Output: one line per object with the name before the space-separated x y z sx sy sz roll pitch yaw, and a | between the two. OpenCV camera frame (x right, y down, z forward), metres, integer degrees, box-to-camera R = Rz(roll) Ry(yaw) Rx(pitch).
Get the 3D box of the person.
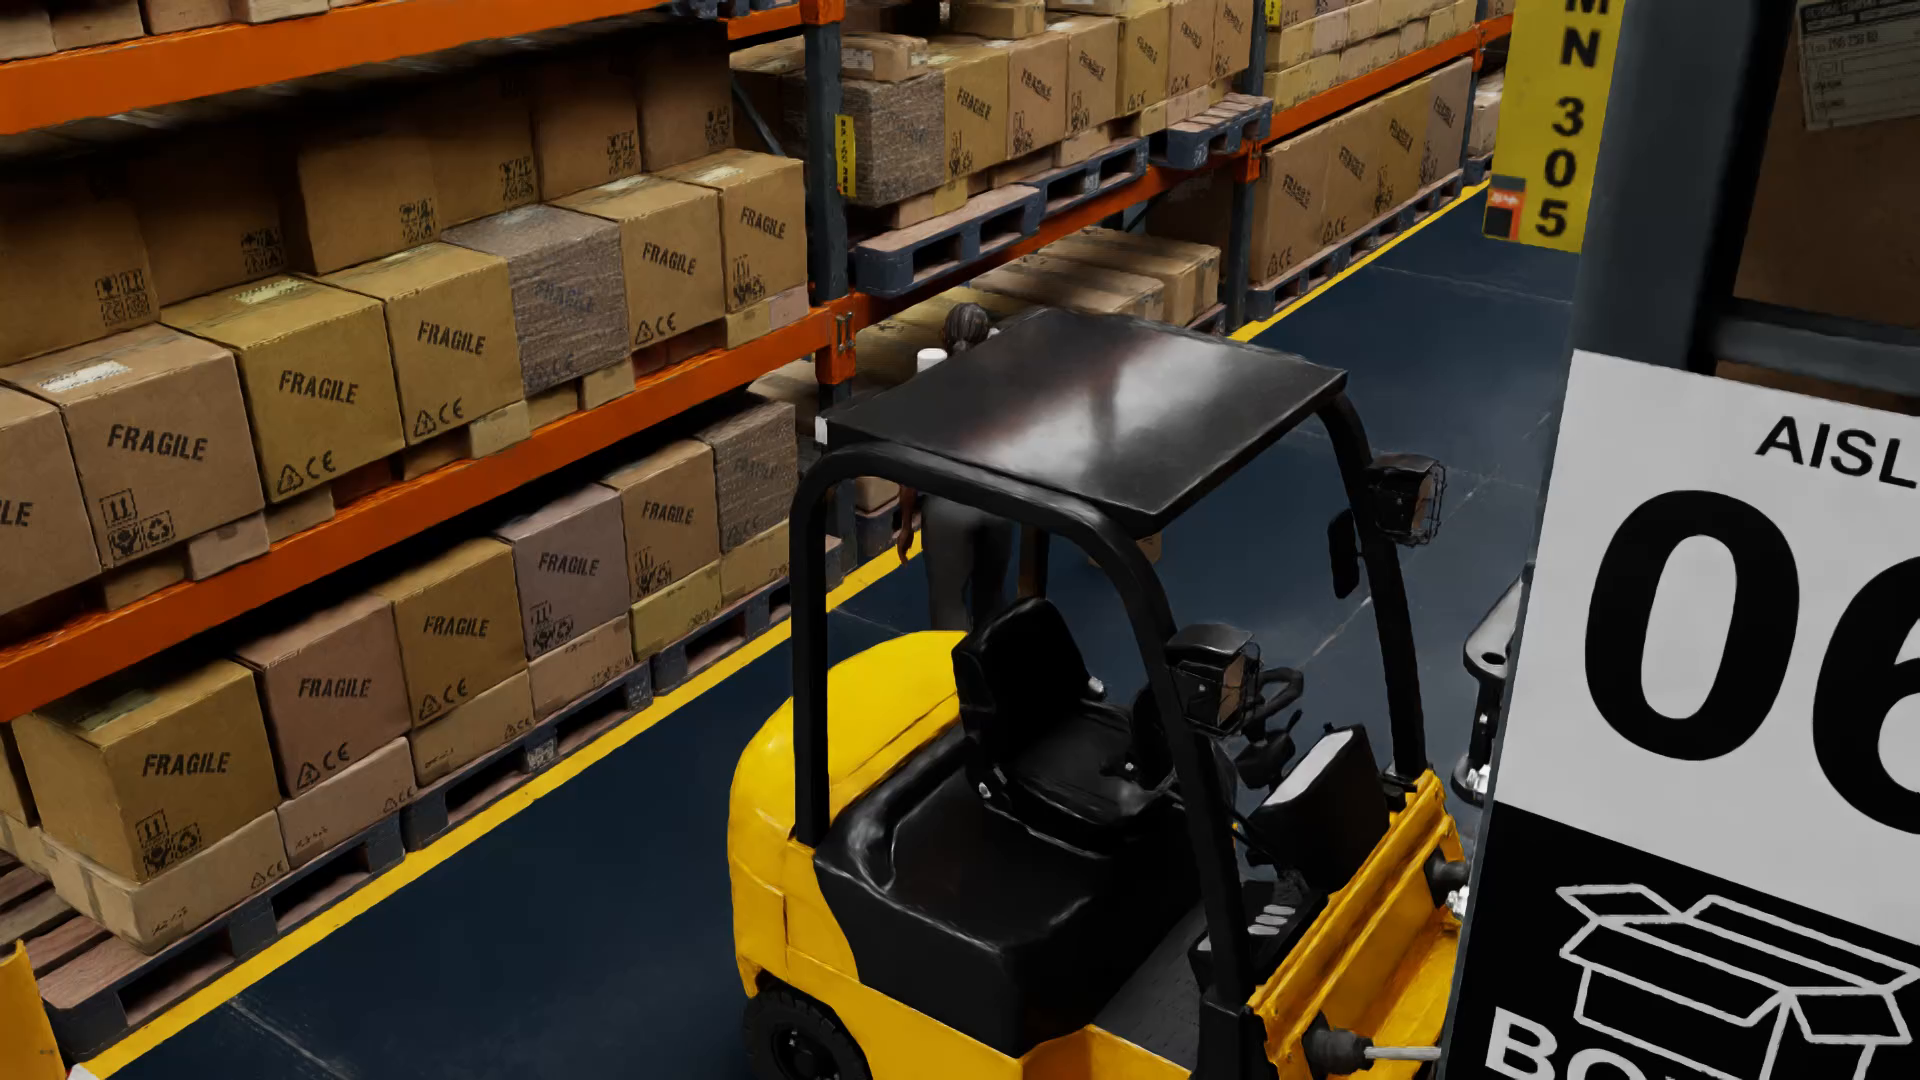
person | 0.013 -0.136 6.342 0.629 1.656 0.562 -12 30 -23
